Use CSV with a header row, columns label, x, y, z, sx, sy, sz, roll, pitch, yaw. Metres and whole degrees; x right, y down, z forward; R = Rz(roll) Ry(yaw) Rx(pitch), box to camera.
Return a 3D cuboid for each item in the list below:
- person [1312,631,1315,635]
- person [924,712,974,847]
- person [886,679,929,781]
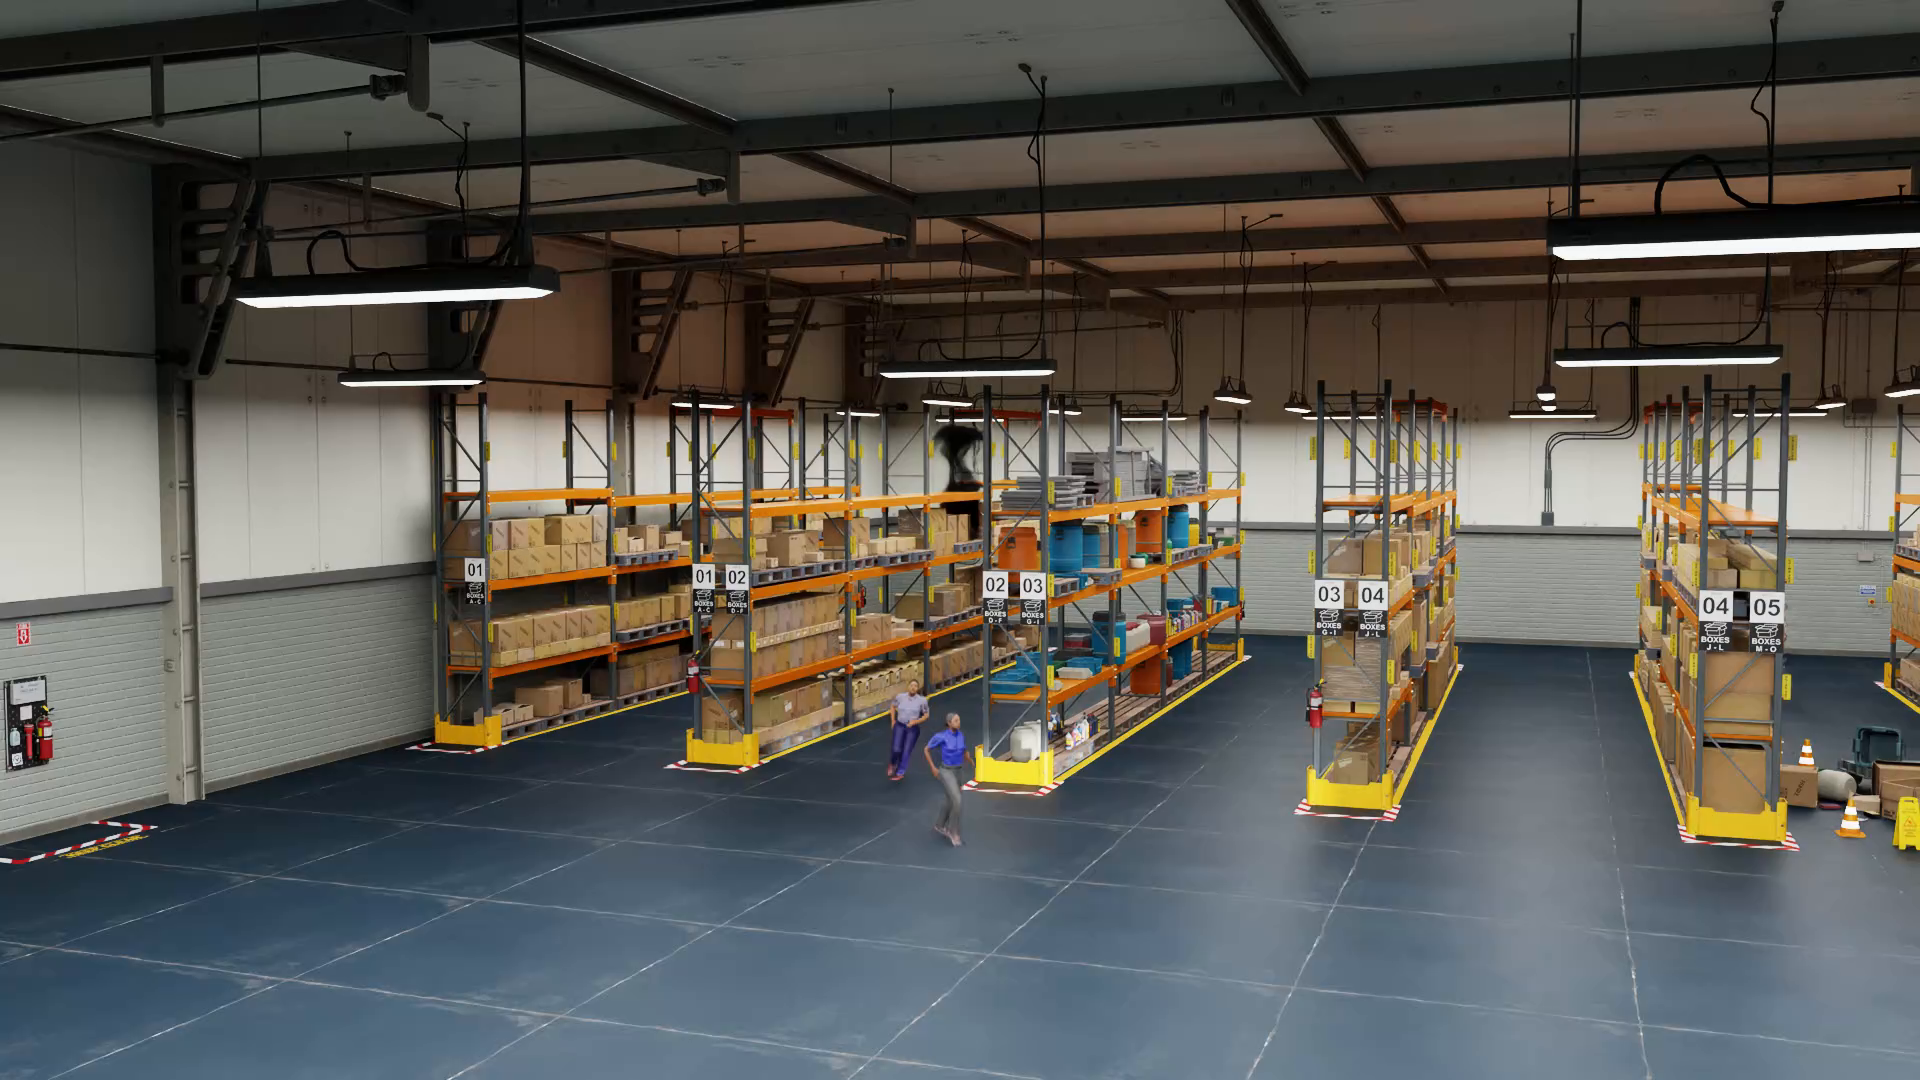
label,x,y,z,sx,sy,sz,roll,pitch,yaw
person,7.531,2.351,34.419,0.612,1.658,0.548,1,3,26
person,-0.121,3.058,21.311,0.726,1.721,0.586,3,4,42
person,-0.802,2.879,25.169,0.671,1.562,0.546,0,3,4
